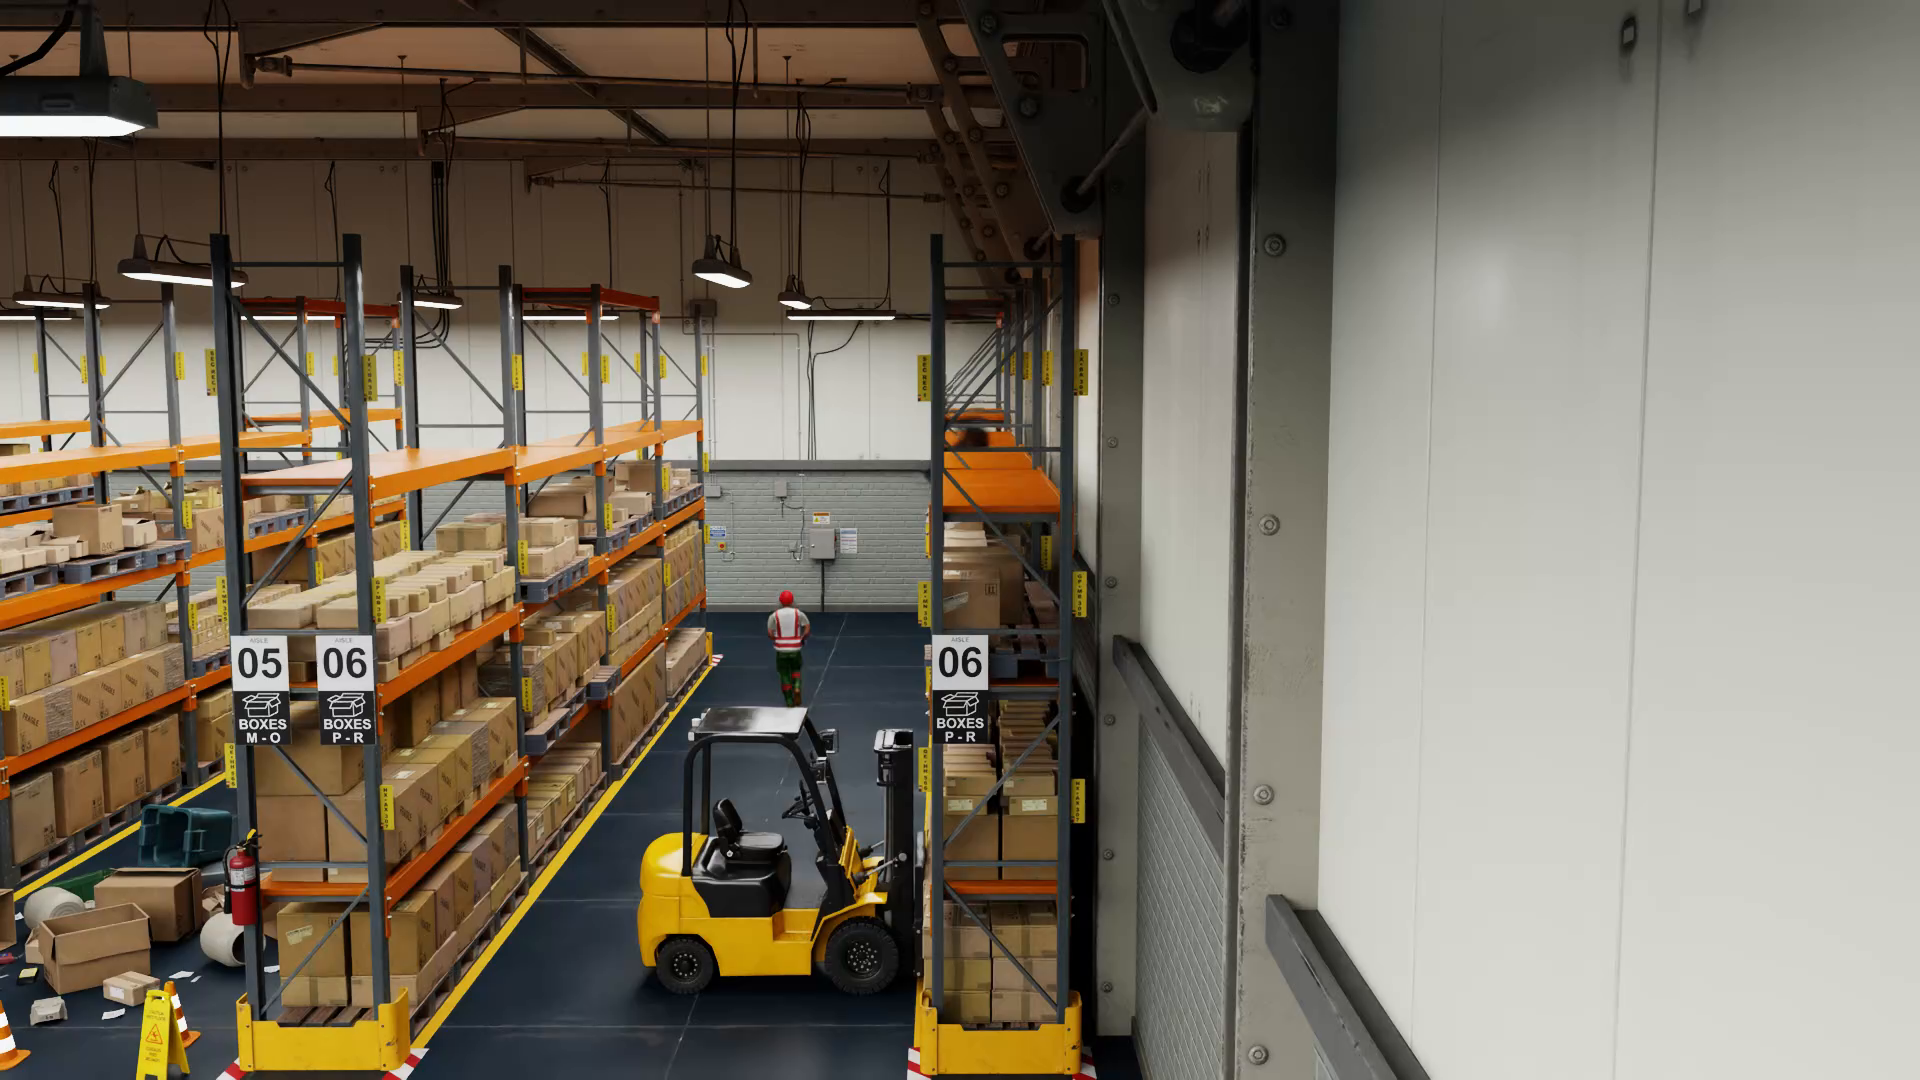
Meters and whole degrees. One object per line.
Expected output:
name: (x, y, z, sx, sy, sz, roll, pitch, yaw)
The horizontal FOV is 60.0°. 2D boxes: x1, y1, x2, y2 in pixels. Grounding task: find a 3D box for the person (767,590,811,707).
person: (-2.520, 1.593, 24.437, 0.634, 1.739, 0.570, -1, 6, -12)
